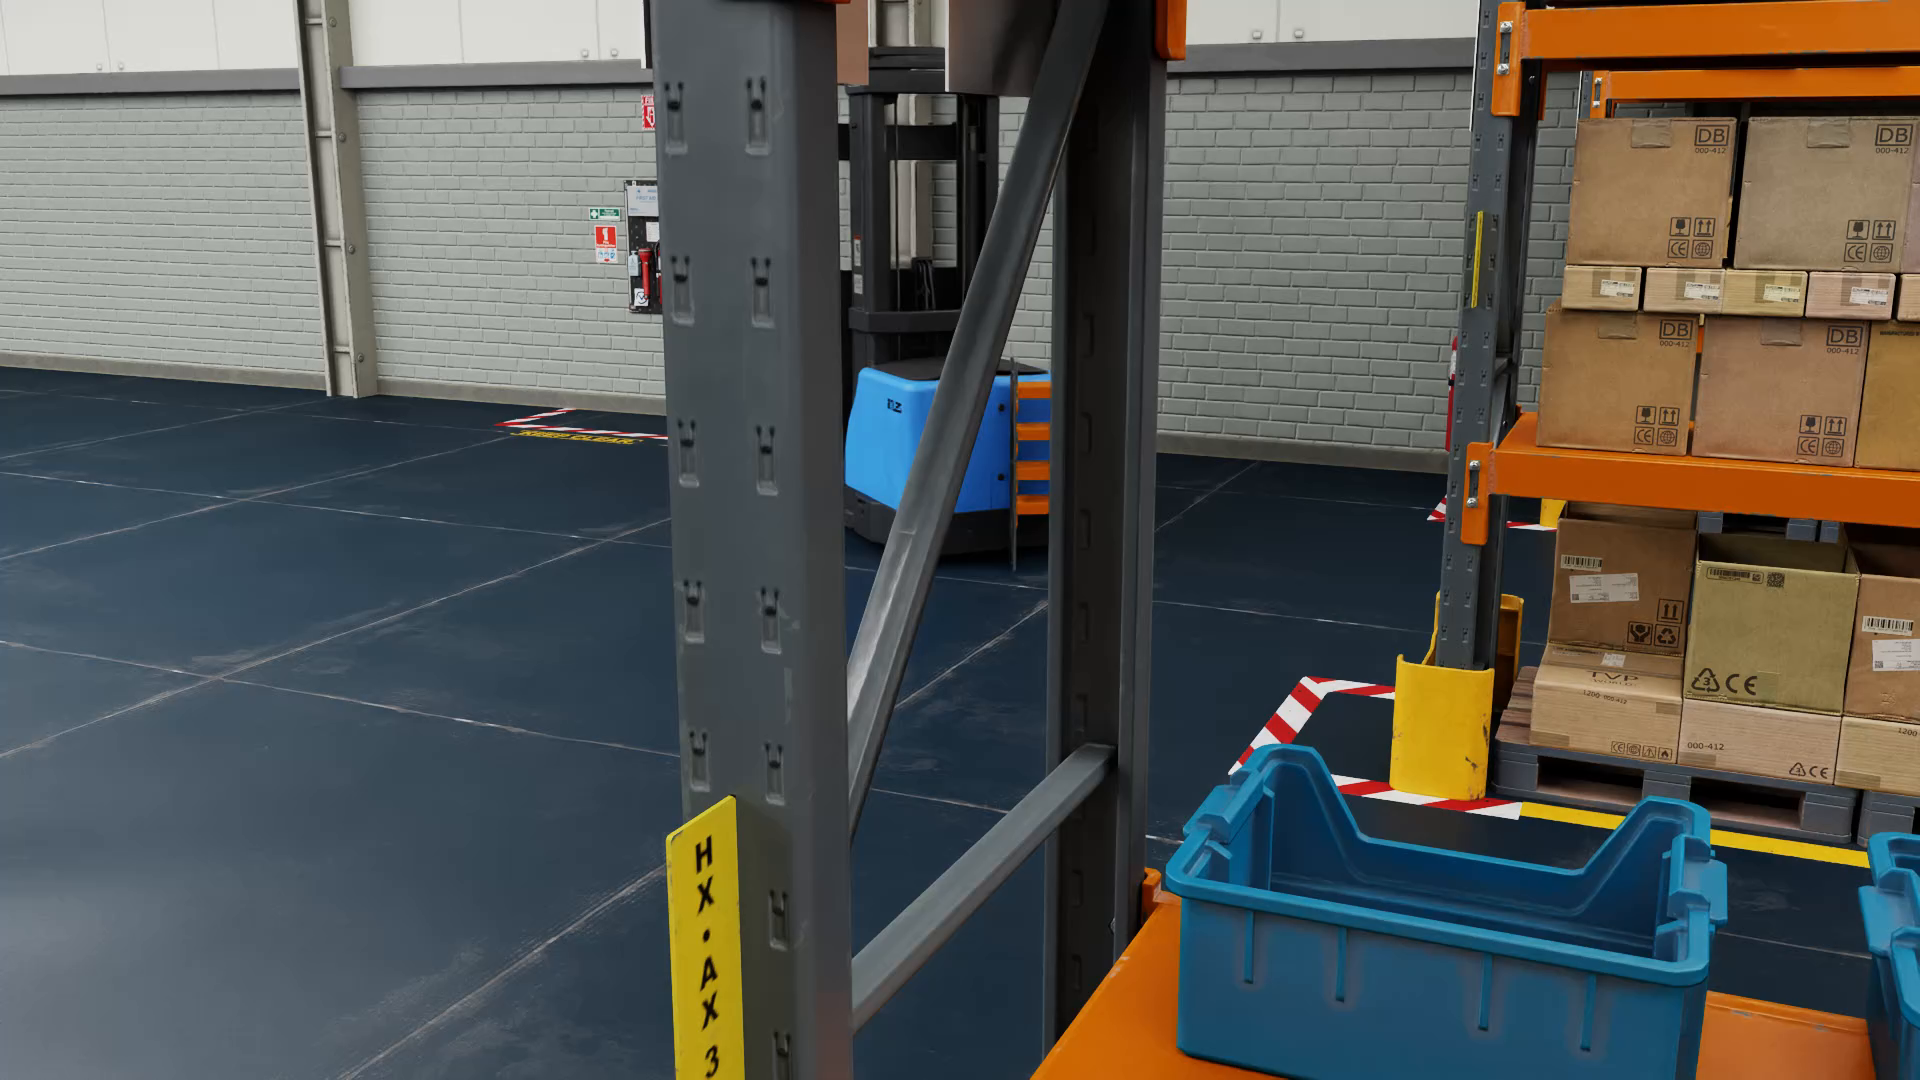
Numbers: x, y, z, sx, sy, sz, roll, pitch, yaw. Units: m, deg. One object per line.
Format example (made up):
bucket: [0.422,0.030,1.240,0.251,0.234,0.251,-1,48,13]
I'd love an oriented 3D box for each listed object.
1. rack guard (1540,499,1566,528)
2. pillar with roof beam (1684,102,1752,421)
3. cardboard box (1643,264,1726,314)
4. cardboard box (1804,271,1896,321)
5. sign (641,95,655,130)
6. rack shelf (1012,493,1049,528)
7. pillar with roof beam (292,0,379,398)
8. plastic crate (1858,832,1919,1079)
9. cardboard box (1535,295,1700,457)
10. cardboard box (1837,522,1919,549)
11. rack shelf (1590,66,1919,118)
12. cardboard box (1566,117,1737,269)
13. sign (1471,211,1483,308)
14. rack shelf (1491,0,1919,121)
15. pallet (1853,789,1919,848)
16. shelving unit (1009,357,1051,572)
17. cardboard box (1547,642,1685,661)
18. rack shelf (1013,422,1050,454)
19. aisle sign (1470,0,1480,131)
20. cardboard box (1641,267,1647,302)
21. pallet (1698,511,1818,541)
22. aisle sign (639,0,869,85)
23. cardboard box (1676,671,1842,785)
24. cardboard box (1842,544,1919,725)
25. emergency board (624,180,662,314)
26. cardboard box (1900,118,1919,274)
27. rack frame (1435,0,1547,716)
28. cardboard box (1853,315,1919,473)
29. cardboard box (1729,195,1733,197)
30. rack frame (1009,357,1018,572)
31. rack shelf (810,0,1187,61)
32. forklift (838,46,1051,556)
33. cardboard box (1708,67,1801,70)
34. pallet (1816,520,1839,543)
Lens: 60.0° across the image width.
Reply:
rack guard: [4.093,-0.436,11.021,0.348,0.500,1.175,6,14,23]
pillar with roof beam: [3.270,-3.798,6.742,0.400,9.000,9.100,6,14,23]
cardboard box: [2.535,-0.885,5.820,0.250,0.149,0.380,5,14,22]
cardboard box: [2.992,-0.838,5.619,0.250,0.149,0.380,6,14,22]
sign: [-2.683,-3.718,14.460,0.199,0.298,0.001,6,14,23]
rack shelf: [0.546,-0.175,9.538,0.480,0.148,0.258,-1,13,-4]
pillar with roof beam: [-7.701,-4.908,11.474,0.400,9.000,9.100,6,14,23]
plastic crate: [1.181,0.526,1.771,0.408,0.251,0.499,6,14,23]
cardboard box: [2.442,-0.628,6.147,0.500,0.500,0.700,6,14,23]
cardboard box: [3.552,0.221,6.207,0.500,0.500,0.500,6,14,23]
rack shelf: [5.852,-2.585,9.716,4.000,0.370,1.077,6,14,23]
cardboard box: [2.491,-1.255,5.978,0.500,0.500,0.700,6,14,23]
sign: [1.790,-0.970,5.755,0.005,0.325,0.100,6,14,23]
rack shelf: [3.849,-1.550,5.305,4.000,0.370,1.077,6,14,23]
pallet: [3.848,0.907,5.926,1.213,0.211,1.003,6,14,23]
shelving unit: [0.546,-0.434,9.477,0.503,1.200,0.258,-1,13,-4]
cardboard box: [2.631,0.497,6.672,0.500,0.250,0.500,6,14,23]
rack shelf: [0.546,-0.586,9.441,0.480,0.148,0.258,-1,13,-4]
aisle sign: [1.836,-1.833,5.810,0.004,0.787,0.394,6,14,23]
cardboard box: [2.687,-0.970,6.186,0.250,0.149,0.380,6,15,25]
pallet: [4.821,-0.213,10.702,1.213,0.211,1.003,6,14,23]
aisle sign: [-0.174,-0.802,1.417,0.004,0.787,0.394,6,14,23]
cardboard box: [2.879,0.650,6.017,0.500,0.250,0.500,6,14,23]
cardboard box: [3.341,0.329,5.744,0.500,0.500,0.500,6,14,23]
emergency board: [-2.716,-2.568,14.633,0.643,1.169,0.194,6,14,23]
cardboard box: [3.435,-1.161,5.578,0.500,0.500,0.700,6,14,23]
rack frame: [2.021,-0.625,6.354,0.127,3.000,1.000,6,14,23]
cardboard box: [3.376,-0.534,5.743,0.500,0.500,0.700,6,14,24]
cardboard box: [4.997,-1.914,10.490,0.500,0.500,0.500,6,14,24]
rack frame: [0.303,-0.429,9.458,0.015,1.200,0.240,-1,13,-4]
rack shelf: [1.839,-0.516,0.897,4.000,0.370,1.077,6,14,23]
forklift: [-0.428,-1.612,10.708,1.130,2.935,3.031,-6,14,-23]
cardboard box: [4.705,-3.039,9.811,0.500,0.500,0.500,7,15,27]
pallet: [5.933,-0.100,10.219,1.213,0.211,1.003,6,14,23]
